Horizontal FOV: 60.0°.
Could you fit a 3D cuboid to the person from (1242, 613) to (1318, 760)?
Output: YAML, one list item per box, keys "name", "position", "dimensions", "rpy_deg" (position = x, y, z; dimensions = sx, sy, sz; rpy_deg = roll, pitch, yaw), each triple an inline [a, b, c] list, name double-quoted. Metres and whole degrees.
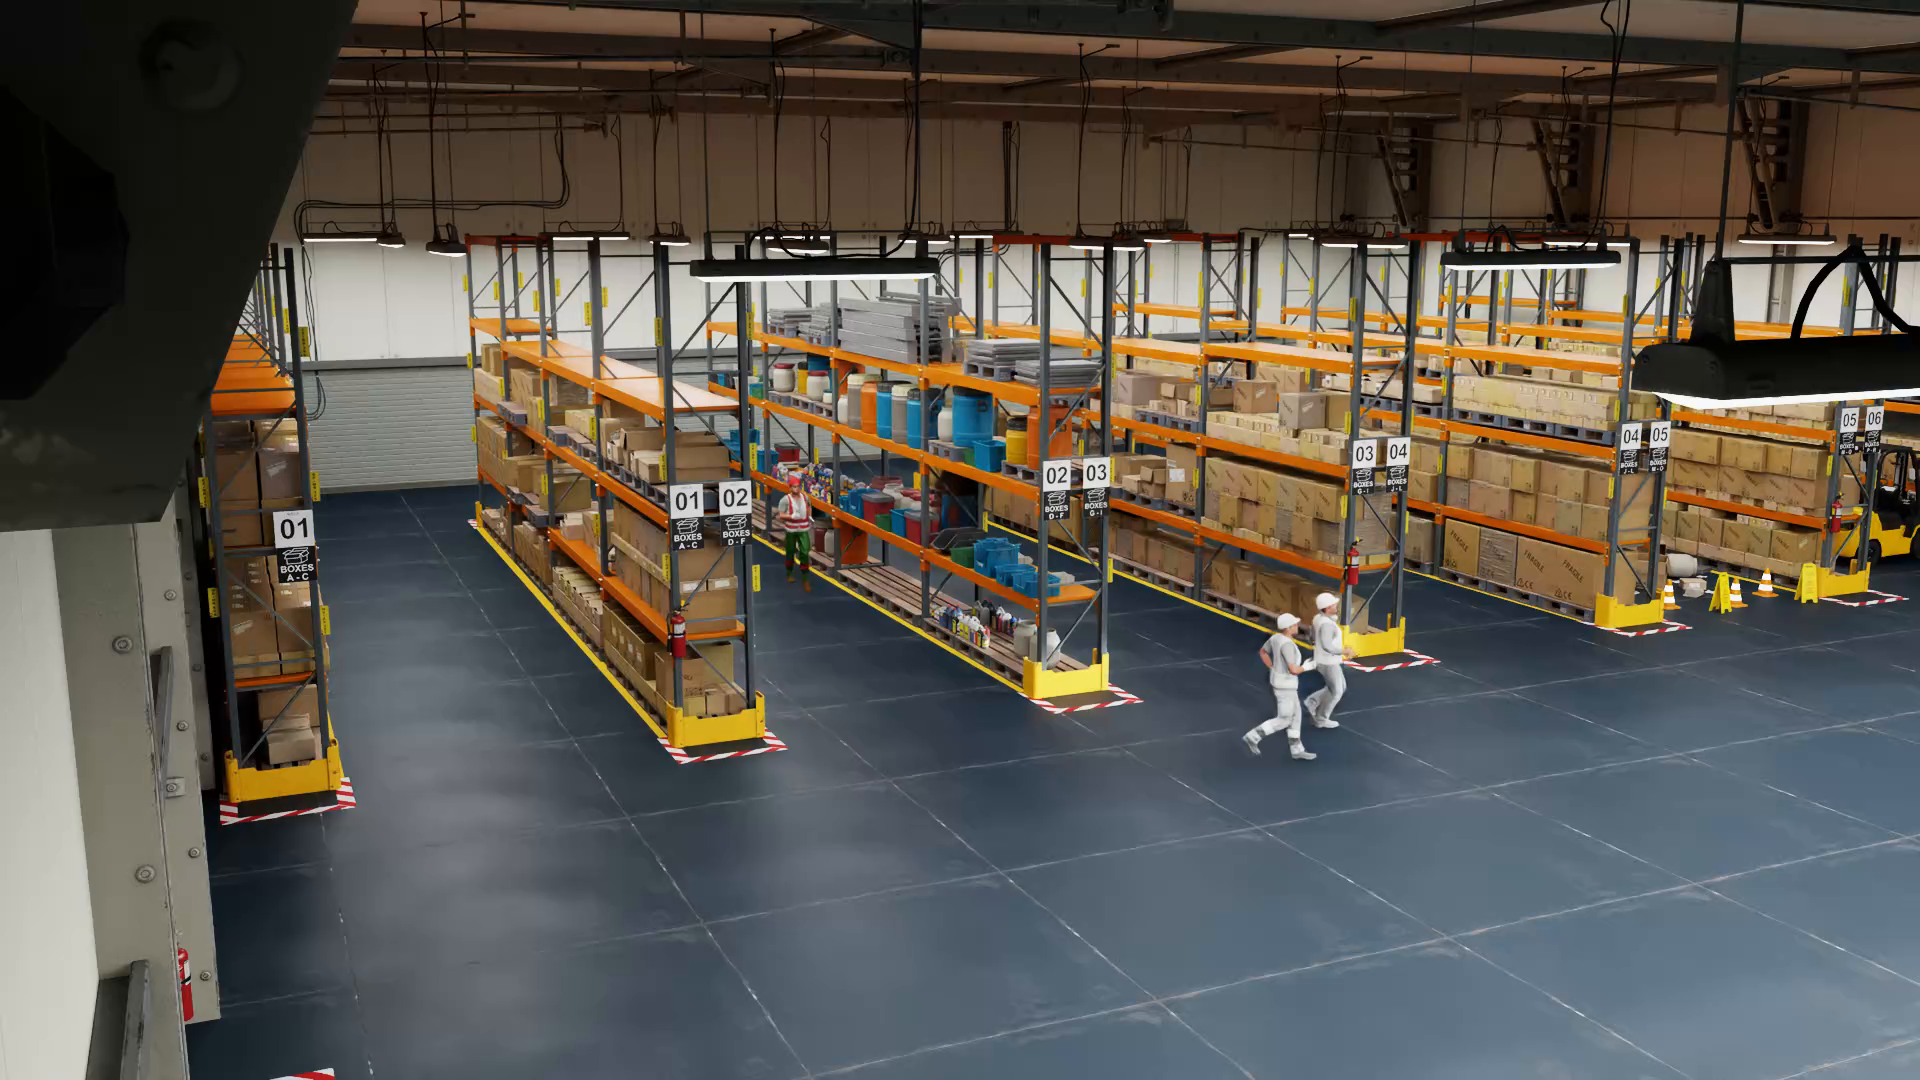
- name: "person"
  position: [3.768, 1.724, 19.485]
  dimensions: [0.908, 1.770, 0.668]
  rpy_deg: [0, 11, -2]

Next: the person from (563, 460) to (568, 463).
- name: "person"
  position: [-8.597, -1.397, 36.060]
  dimensions: [0.557, 1.643, 0.663]
  rpy_deg: [6, 12, 28]

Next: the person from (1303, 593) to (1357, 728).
- name: "person"
  position: [4.637, 1.508, 20.807]
  dimensions: [0.597, 1.724, 0.616]
  rpy_deg: [1, 11, 4]

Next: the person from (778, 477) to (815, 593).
- name: "person"
  position: [-2.686, -0.100, 27.452]
  dimensions: [0.640, 1.883, 0.765]
  rpy_deg: [-4, 12, -20]
